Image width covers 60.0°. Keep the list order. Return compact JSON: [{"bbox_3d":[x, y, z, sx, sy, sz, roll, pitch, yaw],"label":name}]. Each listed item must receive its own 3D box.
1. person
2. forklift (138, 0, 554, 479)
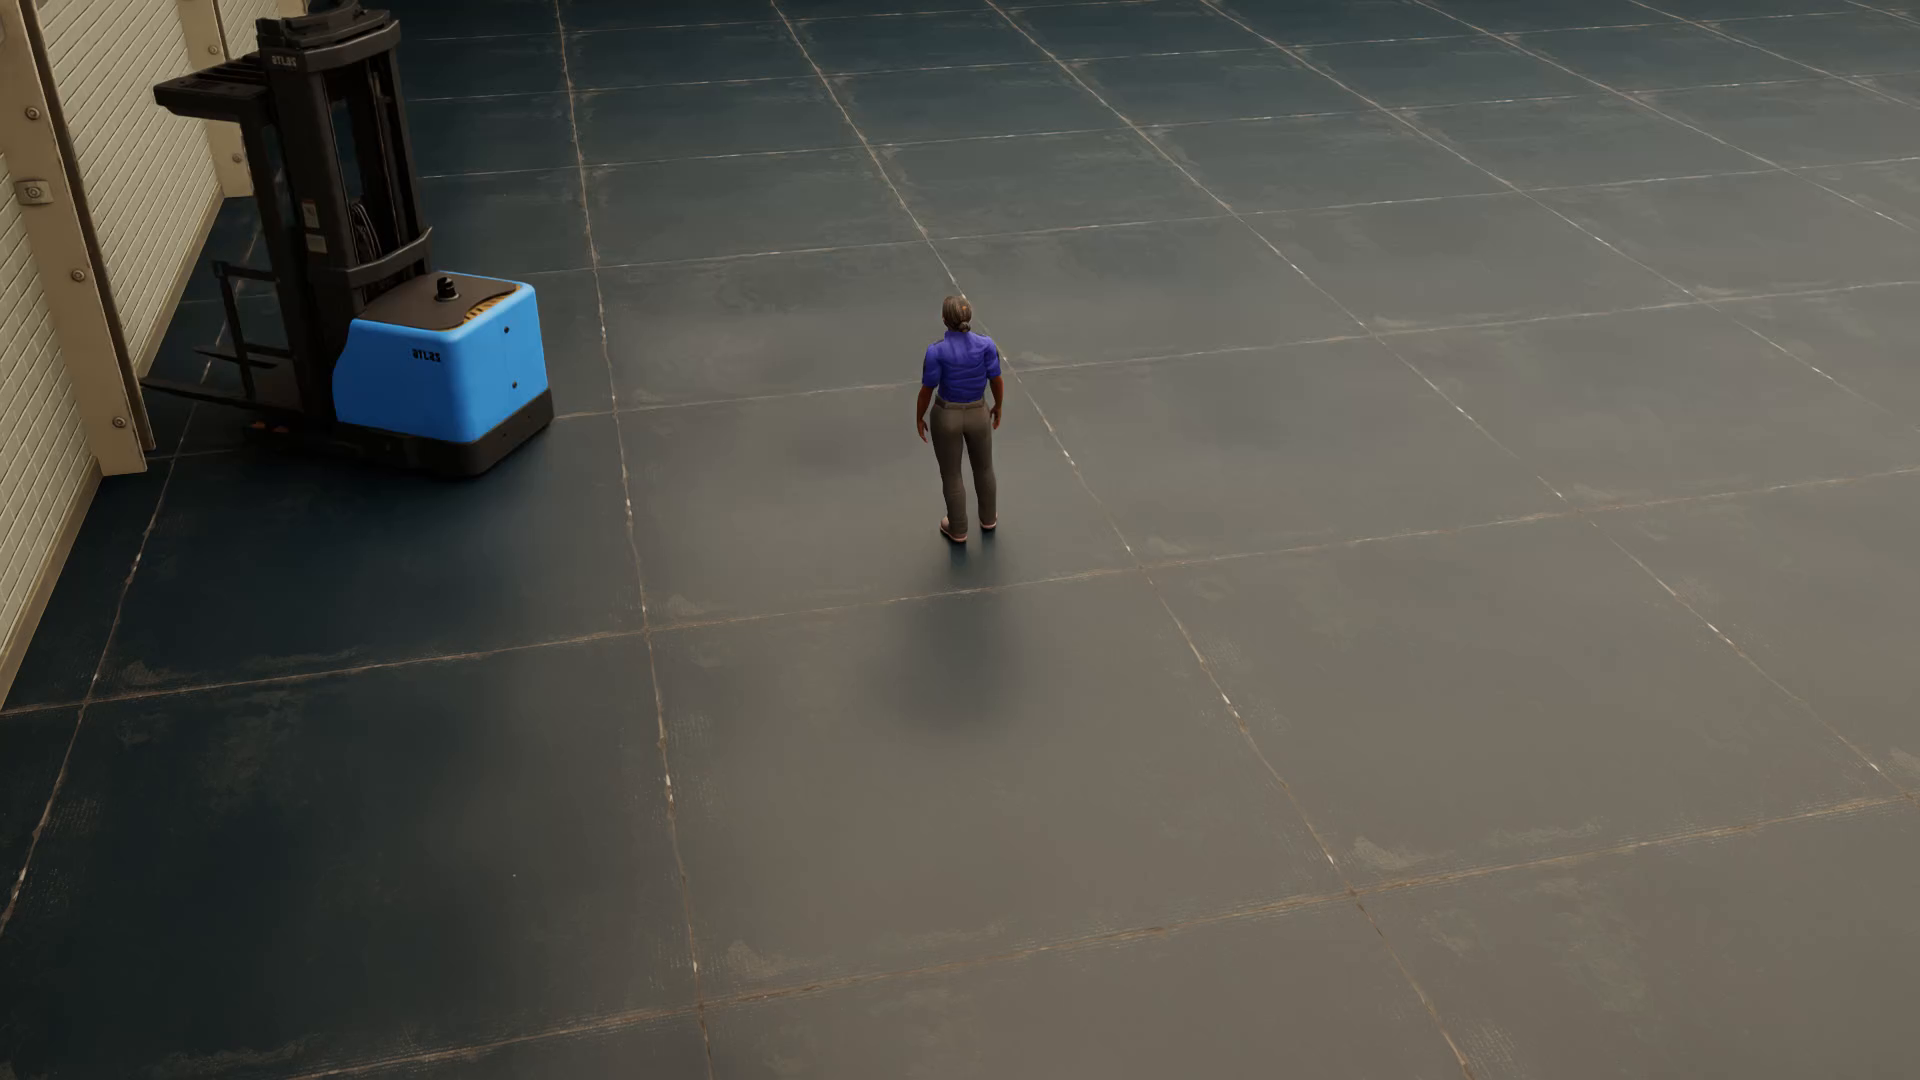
[{"bbox_3d":[-0.002,-0.767,10.160,0.570,1.656,0.503,-7,31,-12],"label":"person"},{"bbox_3d":[-4.468,-2.124,11.244,3.031,2.935,1.130,10,32,17],"label":"forklift"}]
